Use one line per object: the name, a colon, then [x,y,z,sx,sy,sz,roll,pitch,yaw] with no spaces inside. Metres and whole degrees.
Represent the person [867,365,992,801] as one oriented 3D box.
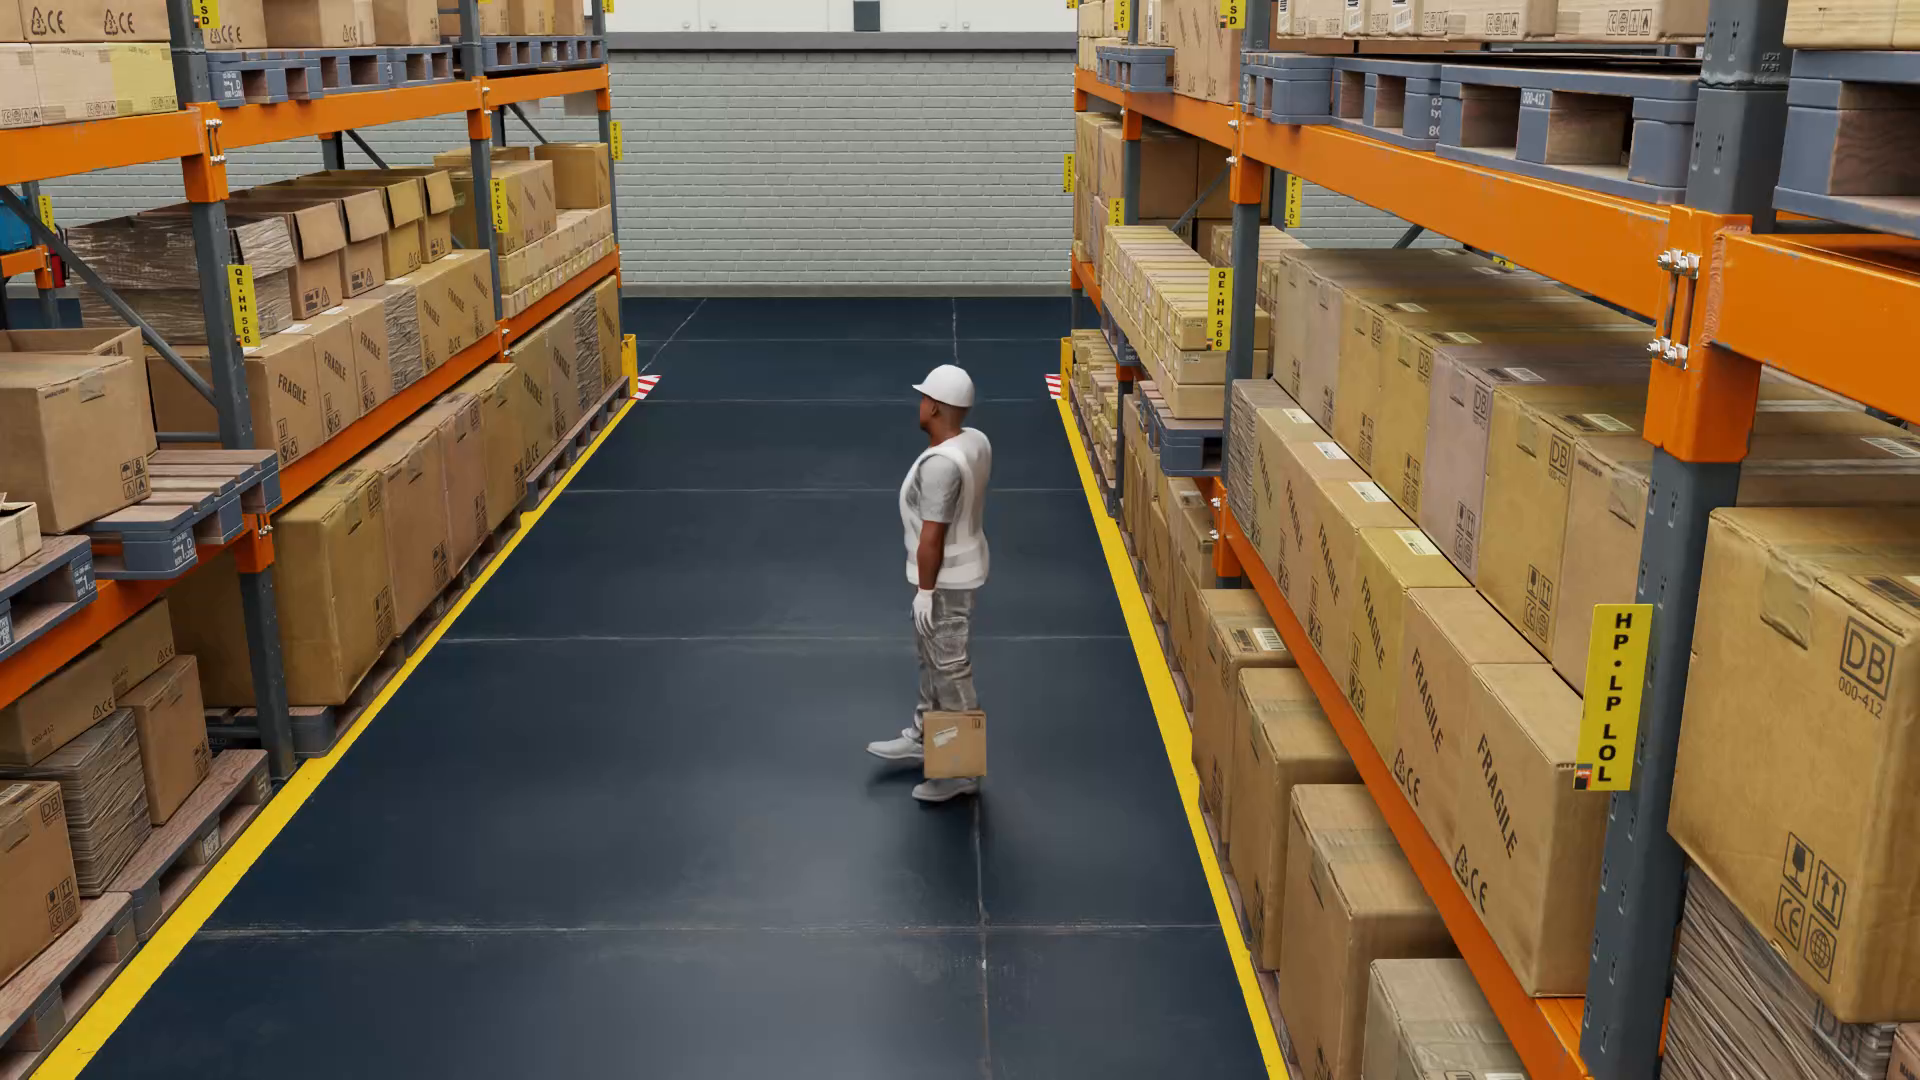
person: [-0.149,0.157,6.902,0.543,1.787,0.601,3,17,9]
